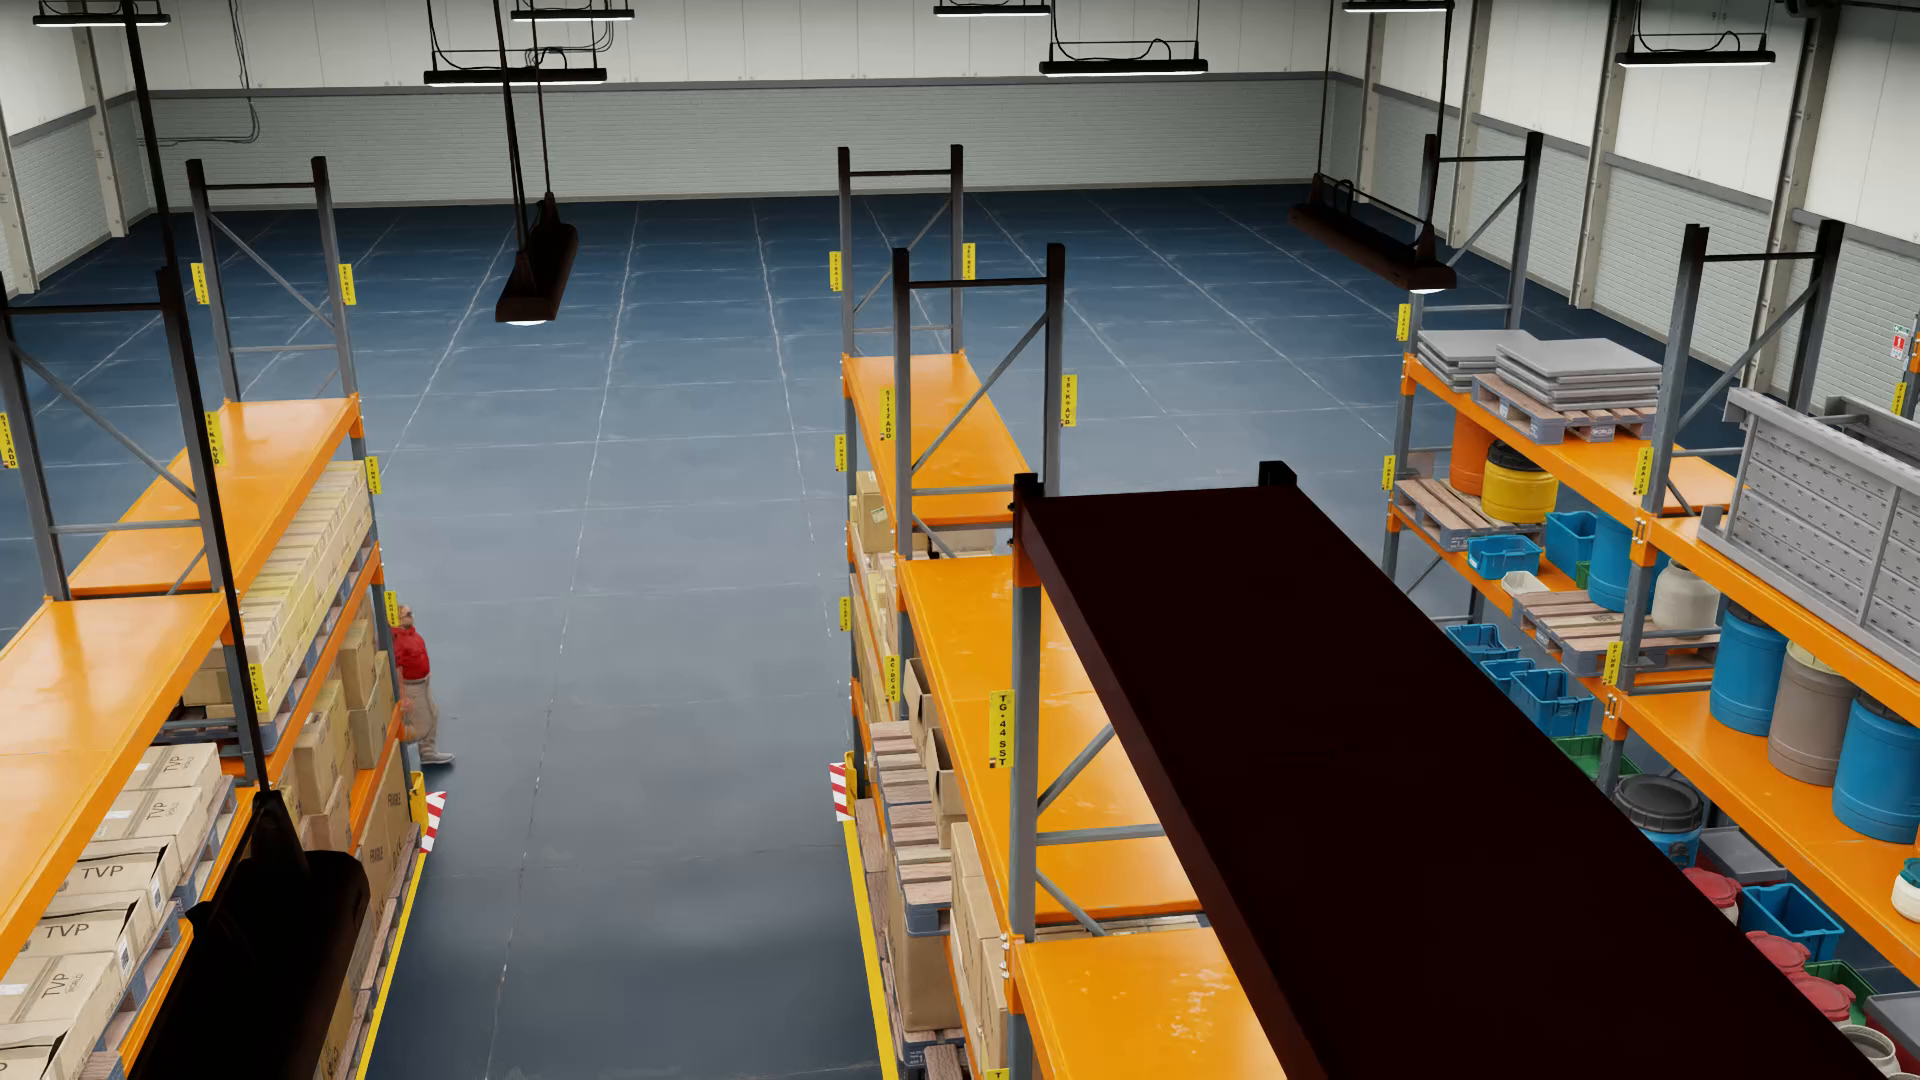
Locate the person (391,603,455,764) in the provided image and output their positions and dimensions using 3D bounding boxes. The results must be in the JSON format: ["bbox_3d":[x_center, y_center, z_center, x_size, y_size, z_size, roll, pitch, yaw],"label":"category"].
[{"bbox_3d":[-5.243,1.426,15.773,0.688,1.624,0.549,-3,22,-9],"label":"person"}]
